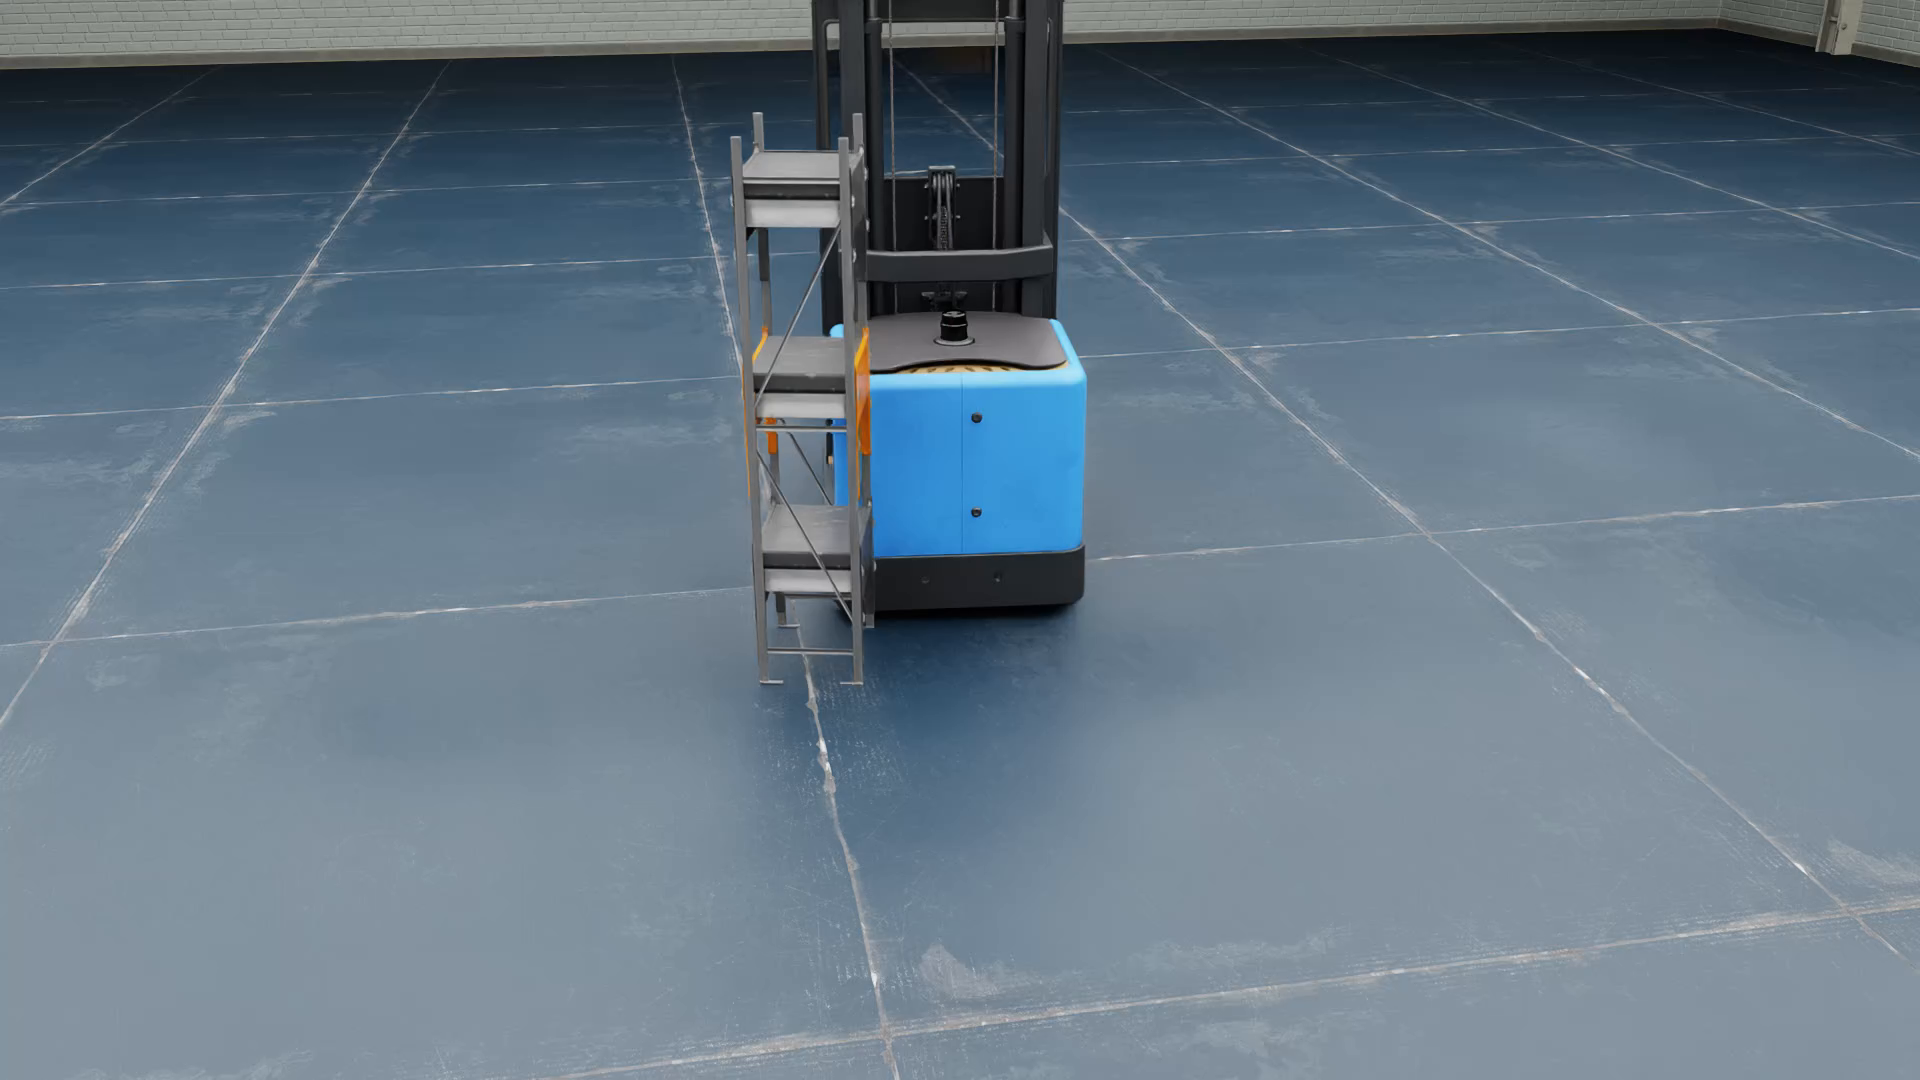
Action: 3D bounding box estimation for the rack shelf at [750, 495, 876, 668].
[{"bbox_3d":[-0.566,0.157,6.551,0.431,0.518,0.480,1,24,2],"label":"rack shelf"}]

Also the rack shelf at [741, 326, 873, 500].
[{"bbox_3d":[-0.566,-0.485,6.270,0.431,0.518,0.480,1,24,2],"label":"rack shelf"}]

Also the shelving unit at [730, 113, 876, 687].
[{"bbox_3d":[-0.566,-0.497,6.265,0.431,2.100,0.503,1,24,2],"label":"shelving unit"}]

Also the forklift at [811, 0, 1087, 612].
[{"bbox_3d":[-0.120,-1.598,7.747,1.130,2.935,3.031,-2,24,-4],"label":"forklift"}]

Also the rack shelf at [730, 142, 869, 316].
[{"bbox_3d":[-0.566,-1.126,5.990,0.431,0.518,0.480,1,24,2],"label":"rack shelf"}]

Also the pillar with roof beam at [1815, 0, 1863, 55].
[{"bbox_3d":[8.145,-10.710,21.029,9.100,9.000,0.400,-4,24,-10],"label":"pillar with roof beam"}]

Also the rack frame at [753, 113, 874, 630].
[{"bbox_3d":[-0.555,-0.595,6.488,0.400,2.100,0.015,1,24,2],"label":"rack frame"}]

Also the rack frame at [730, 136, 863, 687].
[{"bbox_3d":[-0.577,-0.400,6.042,0.400,2.100,0.015,1,24,2],"label":"rack frame"}]
